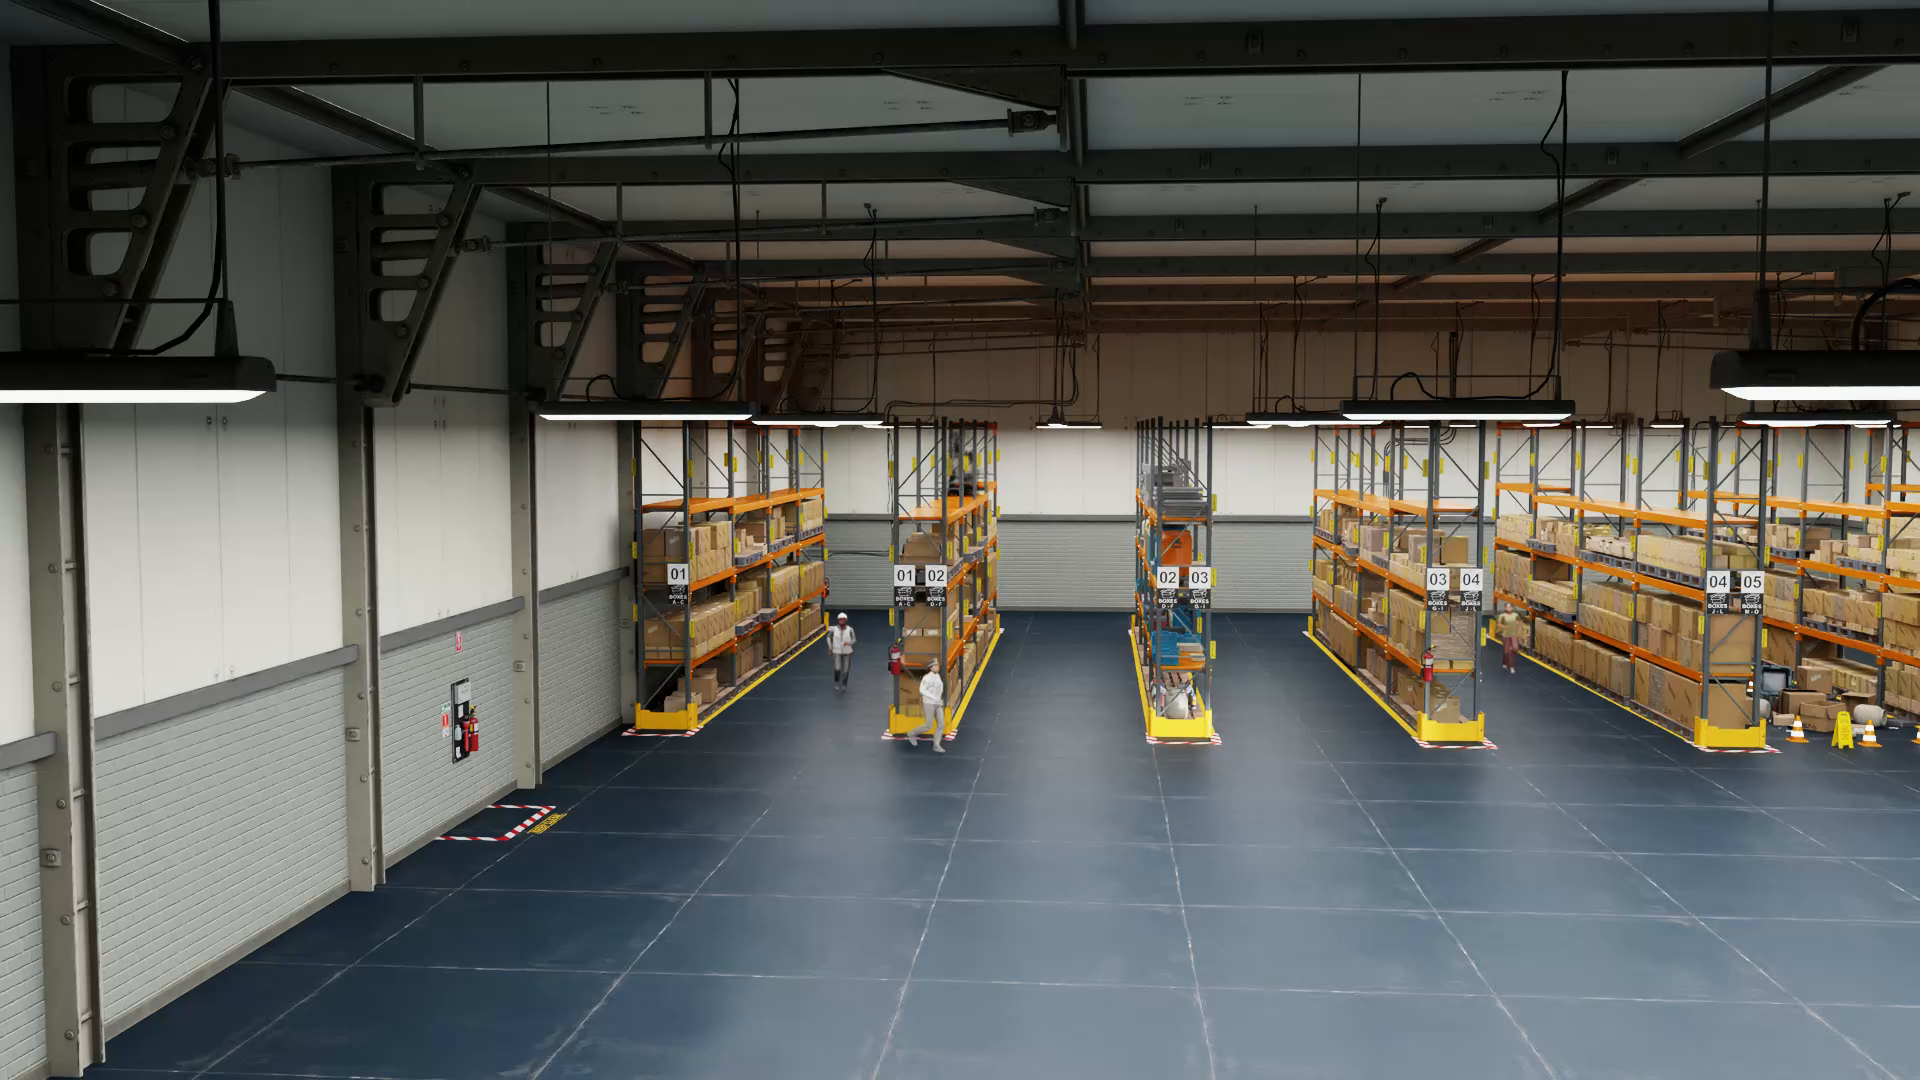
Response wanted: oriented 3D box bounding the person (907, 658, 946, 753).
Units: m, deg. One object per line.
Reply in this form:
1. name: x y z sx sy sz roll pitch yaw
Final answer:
1. person: -0.523 2.947 29.827 0.796 1.670 0.641 3 5 35

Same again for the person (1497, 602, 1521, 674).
1. person: 13.089 2.324 39.622 0.571 1.694 0.720 1 4 10

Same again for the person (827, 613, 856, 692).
1. person: -2.587 2.465 36.349 0.639 1.736 0.651 0 4 -6
